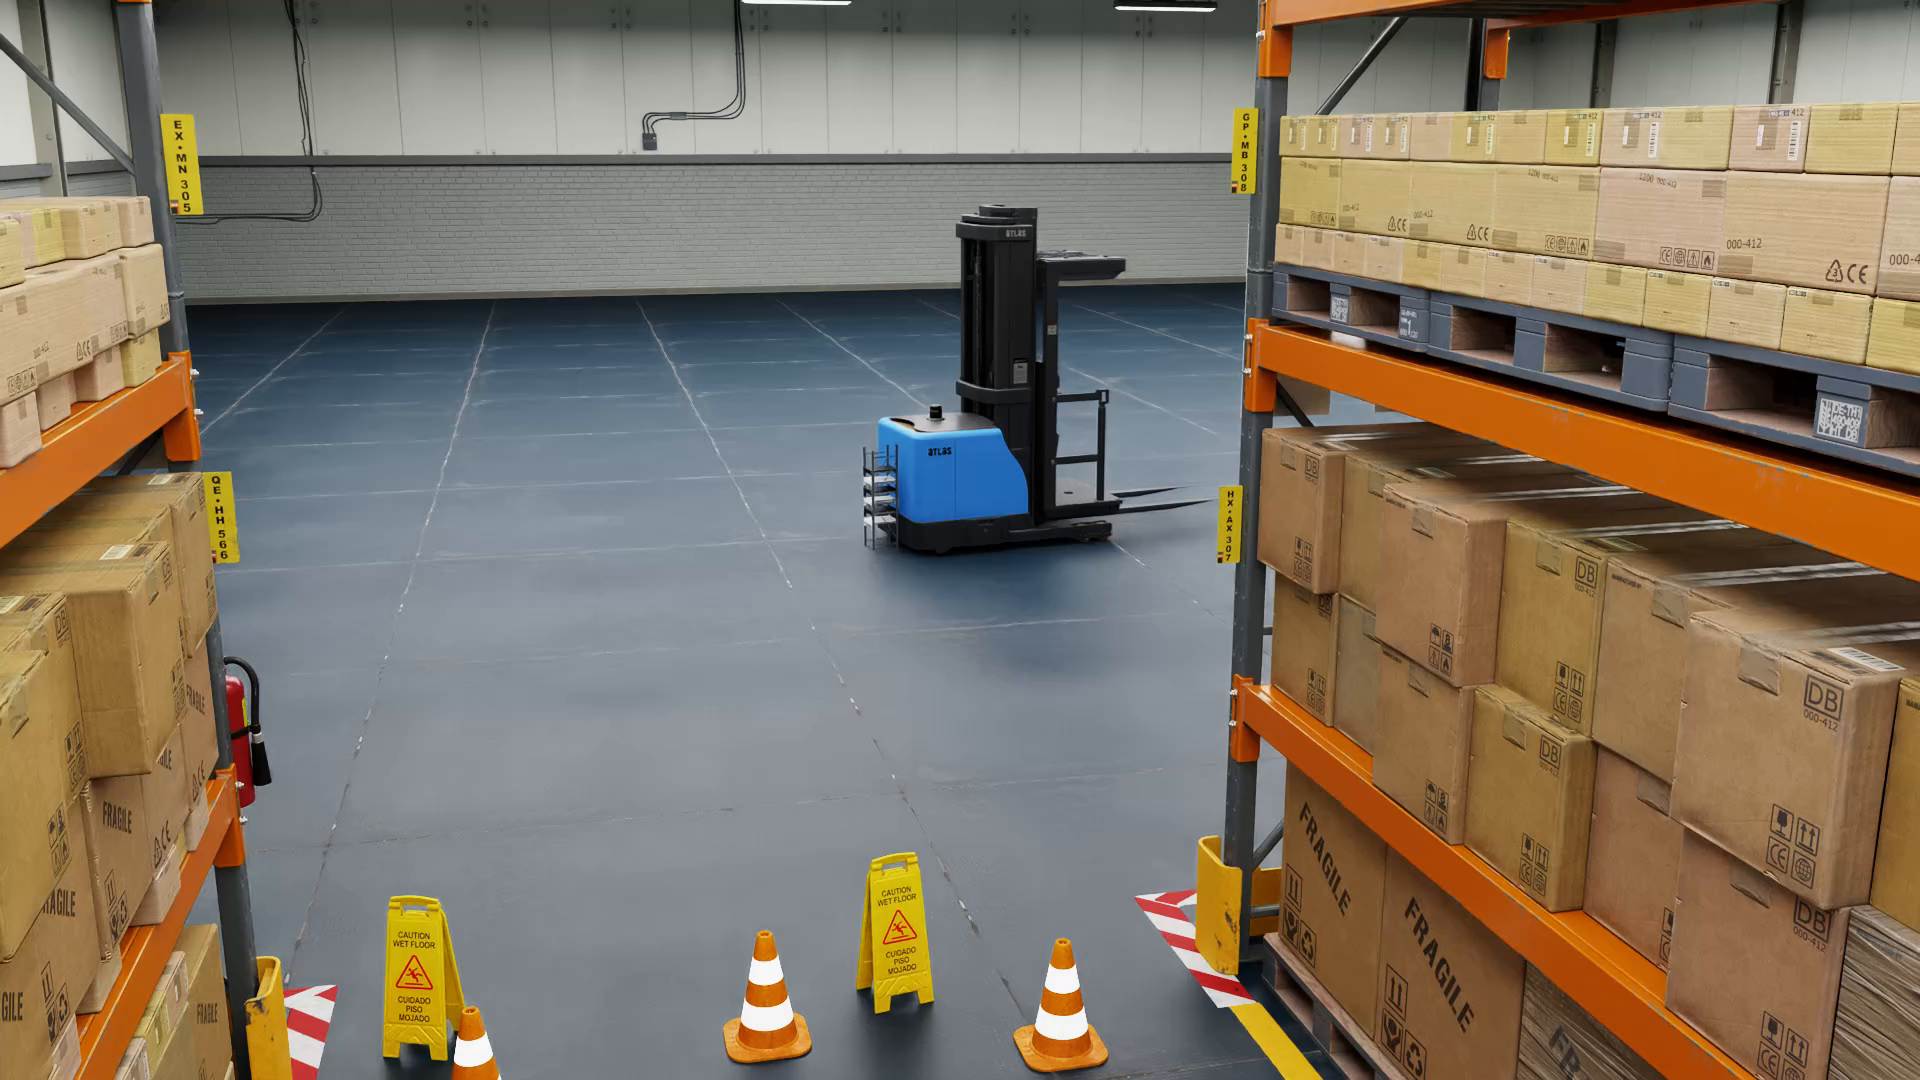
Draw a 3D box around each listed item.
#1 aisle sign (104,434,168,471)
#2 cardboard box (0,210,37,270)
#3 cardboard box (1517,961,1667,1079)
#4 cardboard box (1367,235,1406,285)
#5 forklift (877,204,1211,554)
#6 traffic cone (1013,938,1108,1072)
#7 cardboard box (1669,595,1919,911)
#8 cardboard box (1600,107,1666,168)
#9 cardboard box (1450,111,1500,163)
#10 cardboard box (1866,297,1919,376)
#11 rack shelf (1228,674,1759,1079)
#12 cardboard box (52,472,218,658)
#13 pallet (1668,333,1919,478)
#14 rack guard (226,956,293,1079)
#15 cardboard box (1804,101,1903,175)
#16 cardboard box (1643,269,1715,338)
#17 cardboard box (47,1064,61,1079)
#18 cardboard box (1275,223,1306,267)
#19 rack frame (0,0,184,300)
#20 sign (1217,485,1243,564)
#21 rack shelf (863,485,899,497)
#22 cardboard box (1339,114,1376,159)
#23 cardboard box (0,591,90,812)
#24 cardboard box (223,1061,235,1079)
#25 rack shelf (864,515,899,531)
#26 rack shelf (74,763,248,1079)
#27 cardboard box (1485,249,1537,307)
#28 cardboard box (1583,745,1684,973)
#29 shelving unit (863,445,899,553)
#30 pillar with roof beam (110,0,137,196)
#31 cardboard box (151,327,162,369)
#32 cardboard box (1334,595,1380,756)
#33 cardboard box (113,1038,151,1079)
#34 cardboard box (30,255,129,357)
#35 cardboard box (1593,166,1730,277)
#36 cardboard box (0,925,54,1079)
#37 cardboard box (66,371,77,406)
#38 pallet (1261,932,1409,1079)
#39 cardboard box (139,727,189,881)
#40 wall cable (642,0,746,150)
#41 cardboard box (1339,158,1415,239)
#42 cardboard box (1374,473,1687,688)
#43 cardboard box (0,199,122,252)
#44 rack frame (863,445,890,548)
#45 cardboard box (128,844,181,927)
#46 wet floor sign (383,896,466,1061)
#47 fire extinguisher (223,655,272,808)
[{"bbox_3d":[-2.864,-0.628,5.700,0.394,0.787,0.004,-3,14,-13],"label":"aisle sign"},{"bbox_3d":[-2.604,-0.758,4.238,0.380,0.149,0.250,-3,14,-13],"label":"cardboard box"},{"bbox_3d":[2.301,1.760,4.994,0.875,0.875,0.875,-3,14,-13],"label":"cardboard box"},{"bbox_3d":[1.604,-0.950,5.608,0.380,0.149,0.250,-3,14,-13],"label":"cardboard box"},{"bbox_3d":[0.818,-1.512,14.939,3.031,2.935,1.130,-6,15,-22],"label":"forklift"},{"bbox_3d":[0.401,1.800,6.584,0.336,0.463,0.334,-3,14,-13],"label":"traffic cone"},{"bbox_3d":[2.300,0.484,4.035,0.875,0.550,0.550,-3,14,-13],"label":"cardboard box"},{"bbox_3d":[1.904,-1.044,4.314,0.380,0.149,0.250,-3,14,-14],"label":"cardboard box"},{"bbox_3d":[1.723,-1.221,5.038,0.380,0.149,0.250,-3,14,-14],"label":"cardboard box"},{"bbox_3d":[2.140,-0.423,3.453,0.380,0.149,0.250,-3,14,-12],"label":"cardboard box"},{"bbox_3d":[2.126,1.177,5.306,1.077,0.370,4.000,-3,14,-13],"label":"rack shelf"},{"bbox_3d":[-2.799,0.092,5.286,0.700,0.500,0.500,-4,14,-15],"label":"cardboard box"},{"bbox_3d":[2.414,-0.315,3.761,1.003,0.211,1.213,-3,14,-13],"label":"pallet"},{"bbox_3d":[-3.114,1.897,6.109,1.175,0.500,0.348,-3,14,-13],"label":"rack guard"},{"bbox_3d":[2.082,-0.869,3.598,0.380,0.149,0.250,-3,14,-13],"label":"cardboard box"},{"bbox_3d":[1.961,-0.599,4.174,0.380,0.149,0.250,-3,14,-12],"label":"cardboard box"},{"bbox_3d":[-2.246,1.324,3.717,0.380,0.149,0.250,-3,14,-13],"label":"cardboard box"},{"bbox_3d":[1.425,-1.125,6.324,0.380,0.149,0.250,-3,14,-13],"label":"cardboard box"},{"bbox_3d":[-3.132,-2.249,5.172,1.000,3.000,0.127,-3,14,-13],"label":"rack frame"},{"bbox_3d":[1.115,-0.063,6.876,0.100,0.325,0.005,-3,14,-13],"label":"sign"},{"bbox_3d":[-0.690,-0.415,14.492,0.258,0.077,0.200,-6,15,-23],"label":"rack shelf"},{"bbox_3d":[1.544,-1.397,5.760,0.380,0.149,0.250,-3,14,-14],"label":"cardboard box"},{"bbox_3d":[-2.486,0.444,3.845,0.700,0.500,0.500,-3,14,-14],"label":"cardboard box"},{"bbox_3d":[-2.675,1.974,5.436,0.500,0.250,0.500,-3,14,-13],"label":"cardboard box"},{"bbox_3d":[-0.690,-0.153,14.556,0.258,0.077,0.200,-6,15,-23],"label":"rack shelf"},{"bbox_3d":[-2.662,1.476,4.081,1.077,0.370,4.000,-3,14,-13],"label":"rack shelf"},{"bbox_3d":[1.782,-0.775,4.892,0.380,0.149,0.250,-3,14,-13],"label":"cardboard box"},{"bbox_3d":[2.334,0.875,4.710,0.875,0.550,0.550,-3,14,-13],"label":"cardboard box"},{"bbox_3d":[-0.690,-0.360,14.505,0.258,0.900,0.210,-6,15,-23],"label":"shelving unit"},{"bbox_3d":[-11.529,-8.921,32.483,9.100,9.000,0.548,-3,14,-13],"label":"pillar with roof beam"},{"bbox_3d":[-2.776,-0.603,5.285,0.380,0.149,0.250,-3,14,-13],"label":"cardboard box"},{"bbox_3d":[1.938,0.502,6.236,0.875,0.550,0.550,-3,14,-13],"label":"cardboard box"},{"bbox_3d":[-2.422,1.488,4.479,0.380,0.149,0.250,-3,14,-11],"label":"cardboard box"},{"bbox_3d":[-2.646,-0.644,4.610,0.500,0.250,0.500,-3,14,-14],"label":"cardboard box"},{"bbox_3d":[1.996,-0.824,4.253,0.500,0.250,0.500,-3,14,-14],"label":"cardboard box"},{"bbox_3d":[-2.270,1.047,3.485,0.500,0.500,0.500,-3,14,-14],"label":"cardboard box"},{"bbox_3d":[-2.662,-0.422,4.544,0.380,0.149,0.250,-3,14,-13],"label":"cardboard box"},{"bbox_3d":[1.920,1.901,6.702,1.003,0.211,1.213,-3,14,-13],"label":"pallet"},{"bbox_3d":[-2.623,0.698,4.913,0.500,0.500,0.500,-3,14,-13],"label":"cardboard box"},{"bbox_3d":[-5.889,-11.612,36.331,2.305,6.003,0.169,-3,14,-13],"label":"wall cable"},{"bbox_3d":[1.641,-1.173,5.680,0.500,0.250,0.500,-3,14,-14],"label":"cardboard box"},{"bbox_3d":[1.924,0.115,5.545,0.875,0.550,0.550,-3,14,-13],"label":"cardboard box"},{"bbox_3d":[-2.742,-0.934,4.959,0.380,0.149,0.250,-3,14,-12],"label":"cardboard box"},{"bbox_3d":[-0.731,-0.382,14.596,0.240,0.900,0.006,-6,15,-23],"label":"rack frame"},{"bbox_3d":[-2.539,1.032,4.912,0.380,0.149,0.250,-3,14,-12],"label":"cardboard box"},{"bbox_3d":[-2.136,1.705,6.587,0.267,0.644,0.232,2,14,6],"label":"wet floor sign"},{"bbox_3d":[-2.711,0.651,6.106,0.296,0.674,0.183,-3,14,-13],"label":"fire extinguisher"}]
